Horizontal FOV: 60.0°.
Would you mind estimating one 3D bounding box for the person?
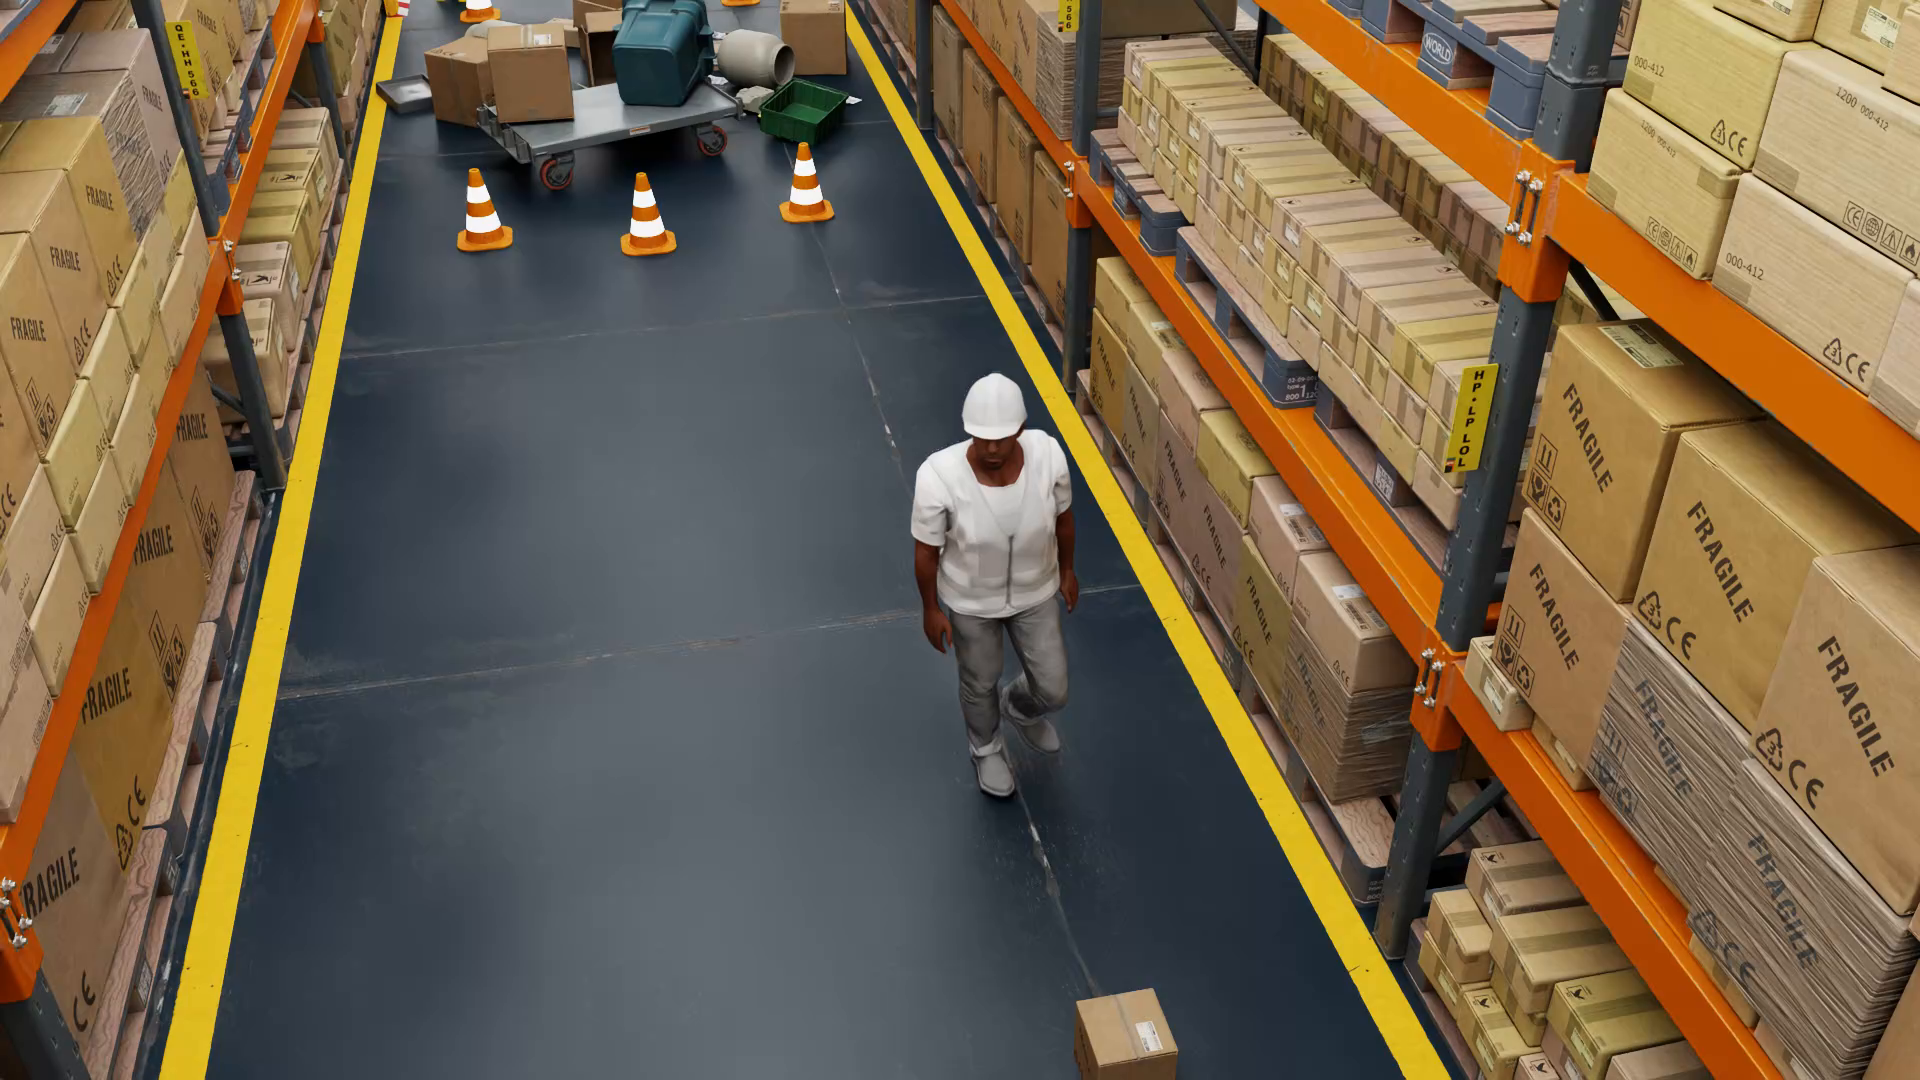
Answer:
[{"bbox_3d":[0.135,0.176,5.818,0.615,1.756,0.474,-7,35,-10],"label":"person"}]
